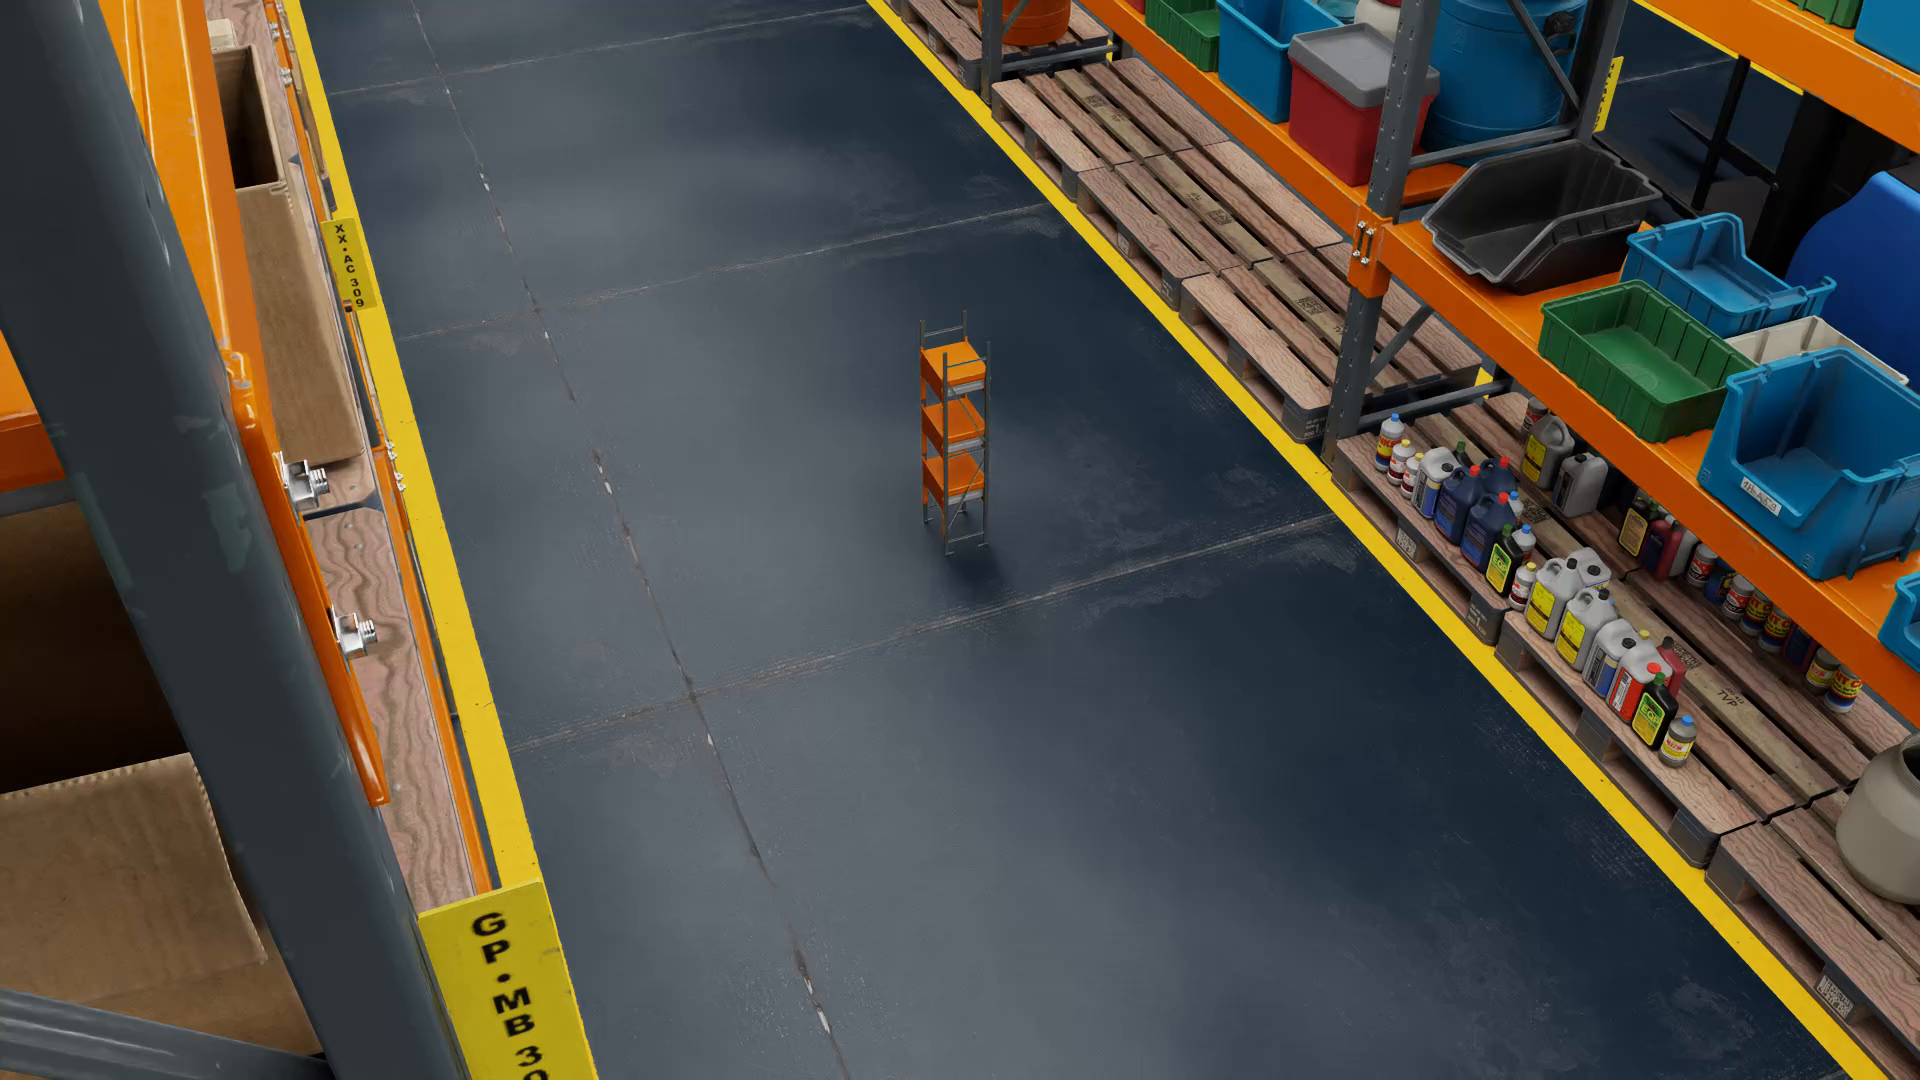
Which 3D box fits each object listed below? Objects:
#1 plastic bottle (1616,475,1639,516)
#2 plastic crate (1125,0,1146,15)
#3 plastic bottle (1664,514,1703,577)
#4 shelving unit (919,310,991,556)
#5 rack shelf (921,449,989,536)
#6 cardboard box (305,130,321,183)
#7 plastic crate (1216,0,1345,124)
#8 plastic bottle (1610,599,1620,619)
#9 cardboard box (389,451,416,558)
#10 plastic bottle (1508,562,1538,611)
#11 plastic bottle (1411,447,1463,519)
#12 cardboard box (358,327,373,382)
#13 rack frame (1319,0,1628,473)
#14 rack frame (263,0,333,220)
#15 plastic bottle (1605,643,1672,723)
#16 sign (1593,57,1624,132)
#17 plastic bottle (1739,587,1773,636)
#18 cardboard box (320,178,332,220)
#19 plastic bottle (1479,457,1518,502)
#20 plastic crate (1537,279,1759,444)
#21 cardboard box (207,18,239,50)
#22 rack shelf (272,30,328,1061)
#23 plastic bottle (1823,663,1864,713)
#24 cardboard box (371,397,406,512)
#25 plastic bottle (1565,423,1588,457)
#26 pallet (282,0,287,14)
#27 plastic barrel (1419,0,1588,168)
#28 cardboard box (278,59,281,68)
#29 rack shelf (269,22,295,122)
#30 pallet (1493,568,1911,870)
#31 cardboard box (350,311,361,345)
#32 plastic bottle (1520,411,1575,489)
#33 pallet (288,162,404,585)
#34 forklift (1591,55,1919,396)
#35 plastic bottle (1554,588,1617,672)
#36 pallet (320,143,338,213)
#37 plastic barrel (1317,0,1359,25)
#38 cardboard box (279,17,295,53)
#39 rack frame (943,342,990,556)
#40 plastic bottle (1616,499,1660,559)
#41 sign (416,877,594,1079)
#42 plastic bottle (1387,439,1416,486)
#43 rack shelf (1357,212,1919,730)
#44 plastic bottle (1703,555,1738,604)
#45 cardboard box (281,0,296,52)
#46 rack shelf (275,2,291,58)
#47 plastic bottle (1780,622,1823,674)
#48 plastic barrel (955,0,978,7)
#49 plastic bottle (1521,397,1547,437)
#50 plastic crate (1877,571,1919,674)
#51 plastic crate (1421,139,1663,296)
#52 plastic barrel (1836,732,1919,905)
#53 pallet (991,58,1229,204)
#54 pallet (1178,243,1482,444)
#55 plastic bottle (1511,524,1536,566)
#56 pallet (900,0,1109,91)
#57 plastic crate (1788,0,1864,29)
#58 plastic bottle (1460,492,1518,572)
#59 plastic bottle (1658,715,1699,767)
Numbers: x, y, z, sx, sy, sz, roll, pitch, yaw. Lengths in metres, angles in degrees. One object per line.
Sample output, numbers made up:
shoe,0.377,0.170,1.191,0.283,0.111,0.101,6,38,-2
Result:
plastic bottle,2.833,-0.217,6.947,0.061,0.283,0.133,-12,42,-14
plastic crate,0.951,-2.983,8.370,0.402,0.464,0.583,-15,43,-17
plastic bottle,2.915,-0.008,6.711,0.152,0.276,0.135,-14,43,-16
shelving unit,-0.020,-0.430,6.945,0.215,1.050,0.252,-15,43,-17
rack shelf,-0.020,-0.212,7.133,0.215,0.259,0.240,-15,43,-17
cardboard box,-3.534,-1.851,8.458,0.500,0.311,0.500,-14,43,-16
plastic crate,1.437,-2.180,7.497,0.392,0.384,0.575,-15,43,-17
plastic bottle,2.473,0.310,6.398,0.097,0.201,0.097,0,41,0
cardboard box,-2.551,-0.096,6.847,0.500,0.250,0.500,-14,43,-16
plastic bottle,2.231,0.175,6.555,0.097,0.201,0.097,0,41,0
plastic bottle,2.012,-0.244,6.985,0.152,0.276,0.135,-14,43,-15
cardboard box,-2.946,-0.714,7.566,0.500,0.250,0.500,-14,43,-16
rack frame,2.146,-1.599,6.809,1.000,3.000,0.127,-15,43,-17
rack frame,-3.962,-2.775,8.177,1.000,3.000,0.127,-15,43,-17
plastic bottle,2.498,0.521,6.096,0.152,0.276,0.135,-15,43,-17
sign,2.659,-1.835,6.871,0.100,0.325,0.005,-15,43,-17
plastic bottle,3.102,0.241,6.424,0.097,0.271,0.097,0,41,0
cardboard box,-3.535,-1.636,8.639,0.500,0.250,0.500,-14,43,-16
plastic bottle,2.205,-0.208,6.885,0.144,0.351,0.185,-15,43,-17
plastic crate,2.405,-0.631,5.845,0.450,0.188,0.662,-15,43,-17
cardboard box,-1.717,-0.962,3.530,0.380,0.149,0.250,-15,43,-17
rack shelf,-1.666,-0.026,3.230,1.077,0.370,4.000,-15,43,-17
plastic bottle,3.271,0.508,6.114,0.097,0.271,0.097,0,41,0
cardboard box,-2.546,-0.309,6.666,0.500,0.311,0.500,-16,43,-17
plastic bottle,2.659,-0.446,7.162,0.144,0.351,0.185,-16,43,-18
pallet,-5.146,-3.647,11.329,1.003,0.211,1.213,-15,43,-17
plastic barrel,2.278,-2.098,7.004,0.600,0.901,0.708,-15,43,-17
cardboard box,-3.363,-2.207,7.709,0.380,0.149,0.250,-15,43,-17
rack shelf,-3.197,-2.435,6.032,1.077,0.370,4.000,-15,43,-17
pallet,2.835,0.609,6.380,1.003,0.211,1.213,-15,43,-17
cardboard box,-2.949,-0.932,7.390,0.500,0.311,0.500,-14,43,-16
plastic bottle,2.526,-0.410,7.120,0.144,0.351,0.185,-15,43,-17
pallet,-1.618,-0.228,2.982,1.003,0.211,1.213,-15,43,-17
forklift,4.413,-2.511,7.922,1.130,2.935,3.031,-12,42,-13
plastic bottle,2.378,0.310,6.283,0.144,0.351,0.185,-13,42,-15
pallet,-4.213,-2.177,9.620,1.003,0.211,1.213,-15,43,-17
plastic barrel,1.782,-2.382,7.826,0.301,0.262,0.301,0,41,0
cardboard box,-4.078,-2.654,9.615,0.500,0.500,0.500,-17,43,-18
rack frame,0.026,-0.357,6.860,0.200,1.050,0.008,-15,43,-17
plastic bottle,2.771,-0.069,6.775,0.061,0.283,0.133,-15,43,-17
sign,-0.386,0.410,1.441,0.100,0.325,0.005,-15,43,-17
plastic bottle,1.902,-0.343,7.157,0.097,0.201,0.097,0,41,0
rack shelf,2.912,-0.122,5.643,1.077,0.370,4.000,-15,43,-17
plastic bottle,3.024,0.119,6.566,0.097,0.271,0.097,0,41,0
cardboard box,-4.469,-3.270,10.332,0.500,0.500,0.500,-17,43,-18
rack shelf,-4.727,-3.707,9.812,1.077,0.370,4.000,-15,43,-17
plastic bottle,3.201,0.363,6.274,0.061,0.283,0.133,-14,43,-16
plastic barrel,0.114,-3.833,10.993,0.421,0.512,0.421,0,41,0
plastic bottle,2.573,-0.564,7.414,0.097,0.201,0.097,0,41,0
plastic crate,2.966,0.247,4.776,0.499,0.251,0.408,-15,43,-17
plastic crate,2.229,-1.229,6.426,0.767,0.338,0.504,-15,43,-17
plastic barrel,3.163,0.915,5.471,0.421,0.512,0.421,0,41,0
pallet,0.876,-2.475,9.967,1.003,0.211,1.213,-15,43,-17
pallet,1.810,-1.005,8.257,1.003,0.211,1.213,-15,43,-17
plastic bottle,2.235,0.051,6.645,0.097,0.271,0.097,0,41,0
pallet,0.276,-3.416,11.061,1.003,0.211,1.213,-15,43,-17
plastic crate,2.499,-1.638,4.716,0.336,0.188,0.450,-15,43,-17
plastic bottle,2.144,-0.058,6.711,0.144,0.351,0.185,-17,43,-19
plastic bottle,2.569,0.708,5.935,0.097,0.201,0.097,0,41,0
